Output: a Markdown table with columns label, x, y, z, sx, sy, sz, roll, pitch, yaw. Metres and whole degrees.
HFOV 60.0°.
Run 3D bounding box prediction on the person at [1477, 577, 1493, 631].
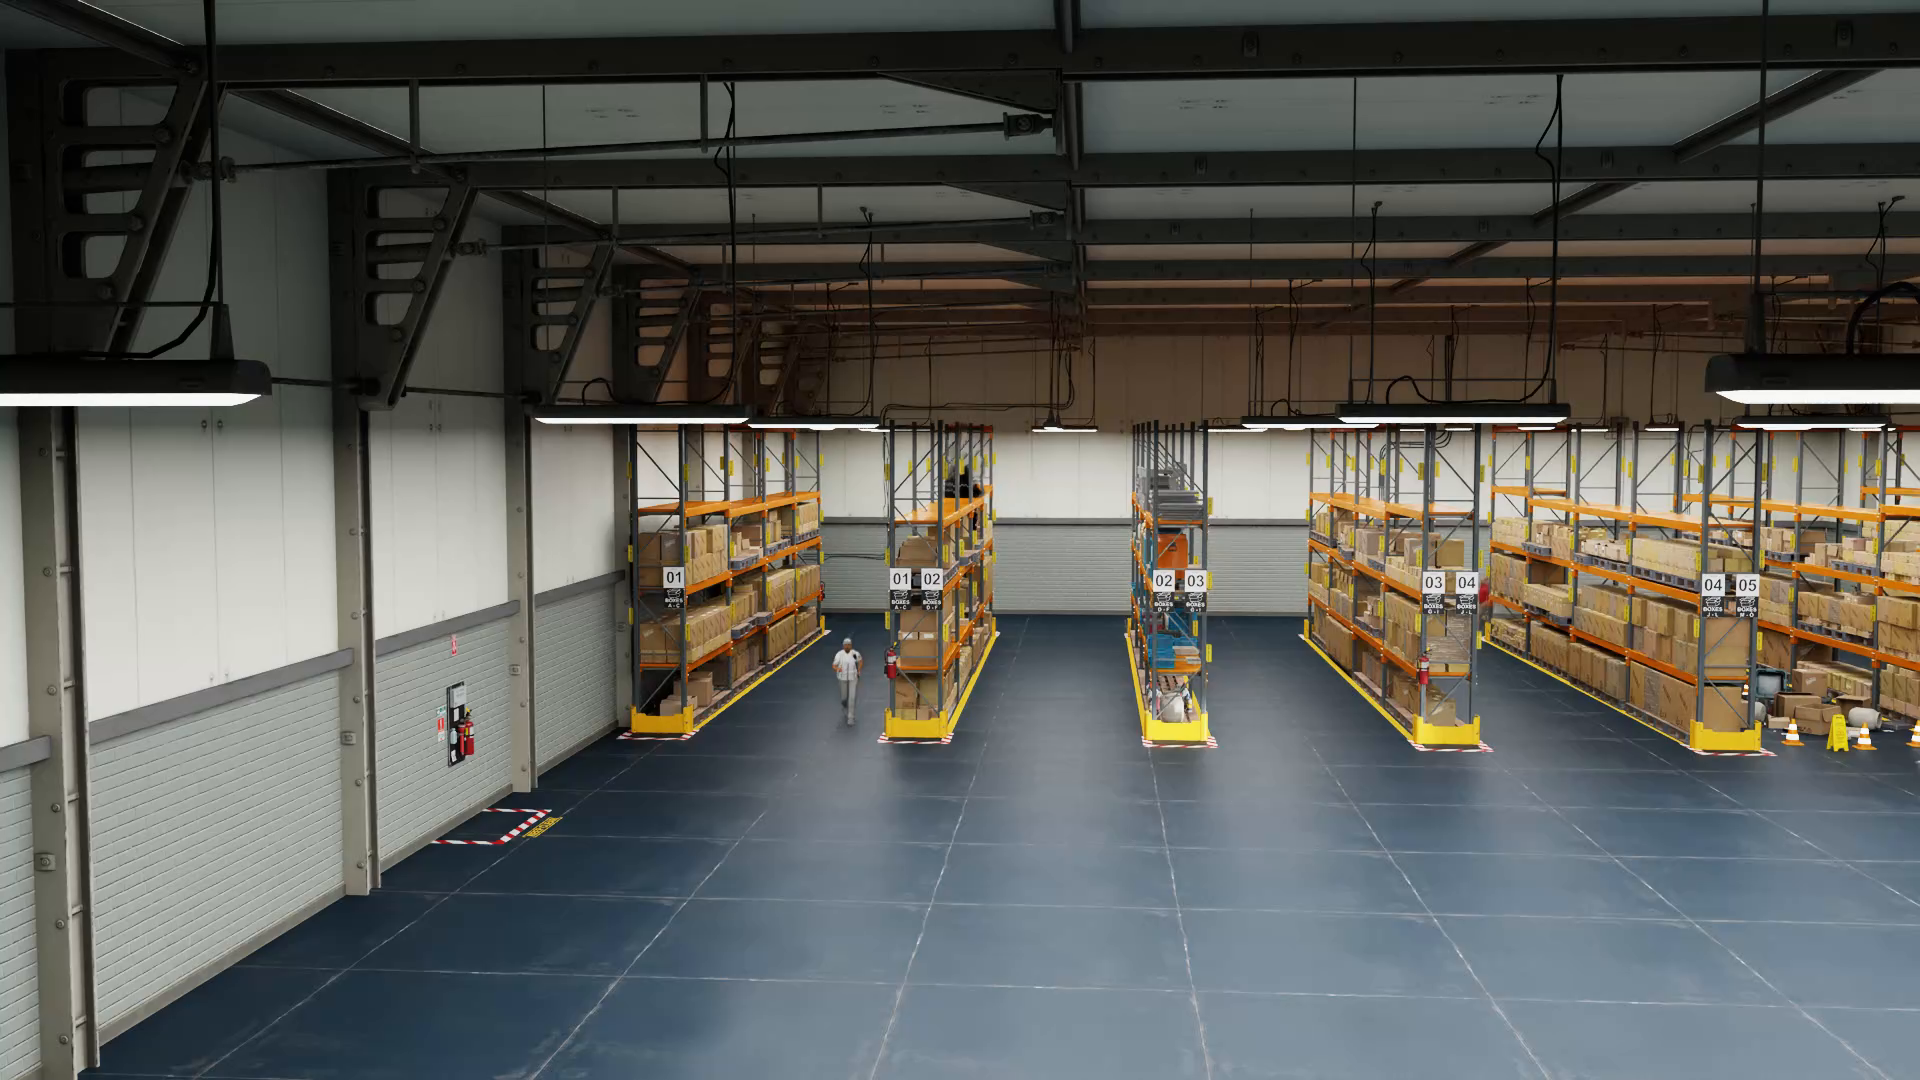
| label | x | y | z | sx | sy | sz | roll | pitch | yaw |
| --- | --- | --- | --- | --- | --- | --- | --- | --- | --- |
| person | 14.957 | 1.880 | 47.479 | 0.802 | 1.691 | 0.740 | 0 | 4 | -2 |

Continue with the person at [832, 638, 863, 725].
| label | x | y | z | sx | sy | sz | roll | pitch | yaw |
| --- | --- | --- | --- | --- | --- | --- | --- | --- | --- |
| person | -2.234 | 2.789 | 33.111 | 0.609 | 1.667 | 0.921 | 0 | 4 | -3 |

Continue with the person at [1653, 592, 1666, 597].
| label | x | y | z | sx | sy | sz | roll | pitch | yaw |
| --- | --- | --- | --- | --- | --- | --- | --- | --- | --- |
| person | 19.917 | 1.915 | 47.317 | 0.798 | 1.590 | 0.554 | 1 | 4 | 18 |
